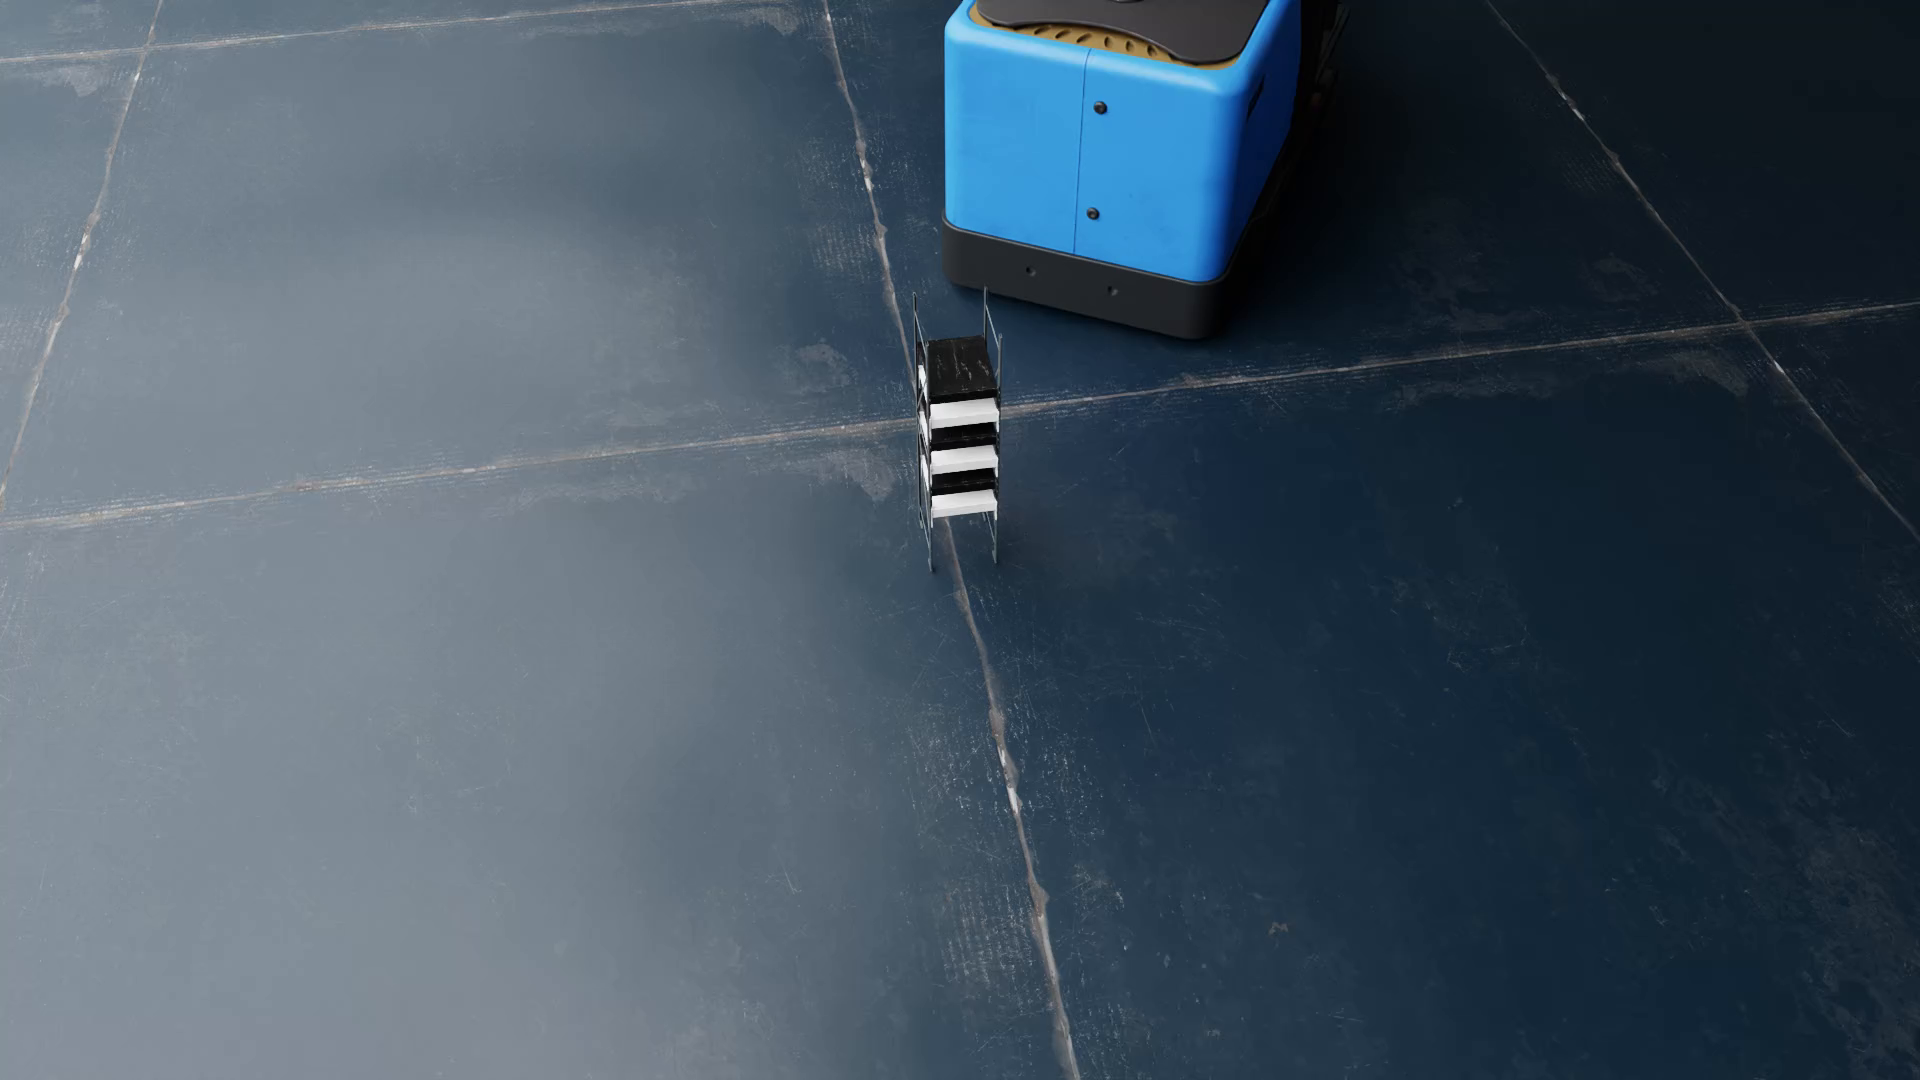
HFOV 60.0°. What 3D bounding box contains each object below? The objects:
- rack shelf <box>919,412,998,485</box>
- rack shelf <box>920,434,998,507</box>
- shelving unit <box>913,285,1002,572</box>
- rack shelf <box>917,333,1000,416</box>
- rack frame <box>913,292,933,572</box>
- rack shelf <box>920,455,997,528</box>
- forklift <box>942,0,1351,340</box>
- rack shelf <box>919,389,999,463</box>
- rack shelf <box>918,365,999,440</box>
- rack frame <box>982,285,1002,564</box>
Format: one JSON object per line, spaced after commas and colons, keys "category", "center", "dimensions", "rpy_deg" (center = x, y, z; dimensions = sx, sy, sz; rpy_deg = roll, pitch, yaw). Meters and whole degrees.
{"category": "rack shelf", "center": [-0.008, -0.288, 4.949], "dimensions": [0.200, 0.077, 0.258], "rpy_deg": [-7, 46, -7]}
{"category": "rack shelf", "center": [-0.008, -0.226, 5.014], "dimensions": [0.200, 0.077, 0.258], "rpy_deg": [-7, 46, -7]}
{"category": "shelving unit", "center": [-0.008, -0.311, 4.925], "dimensions": [0.210, 0.900, 0.258], "rpy_deg": [-7, 46, -7]}
{"category": "rack shelf", "center": [-0.008, -0.475, 4.755], "dimensions": [0.200, 0.077, 0.258], "rpy_deg": [-7, 46, -7]}
{"category": "rack frame", "center": [-0.108, -0.299, 4.913], "dimensions": [0.006, 0.900, 0.240], "rpy_deg": [-7, 46, -7]}
{"category": "rack shelf", "center": [-0.008, -0.163, 5.079], "dimensions": [0.200, 0.077, 0.258], "rpy_deg": [-7, 46, -7]}
{"category": "forklift", "center": [0.941, -2.799, 5.911], "dimensions": [1.130, 2.935, 3.031], "rpy_deg": [16, 48, 15]}
{"category": "rack shelf", "center": [-0.008, -0.351, 4.884], "dimensions": [0.200, 0.077, 0.258], "rpy_deg": [-7, 46, -7]}
{"category": "rack shelf", "center": [-0.008, -0.413, 4.819], "dimensions": [0.200, 0.077, 0.258], "rpy_deg": [-7, 46, -7]}
{"category": "rack frame", "center": [0.092, -0.324, 4.937], "dimensions": [0.006, 0.900, 0.240], "rpy_deg": [-7, 46, -7]}
